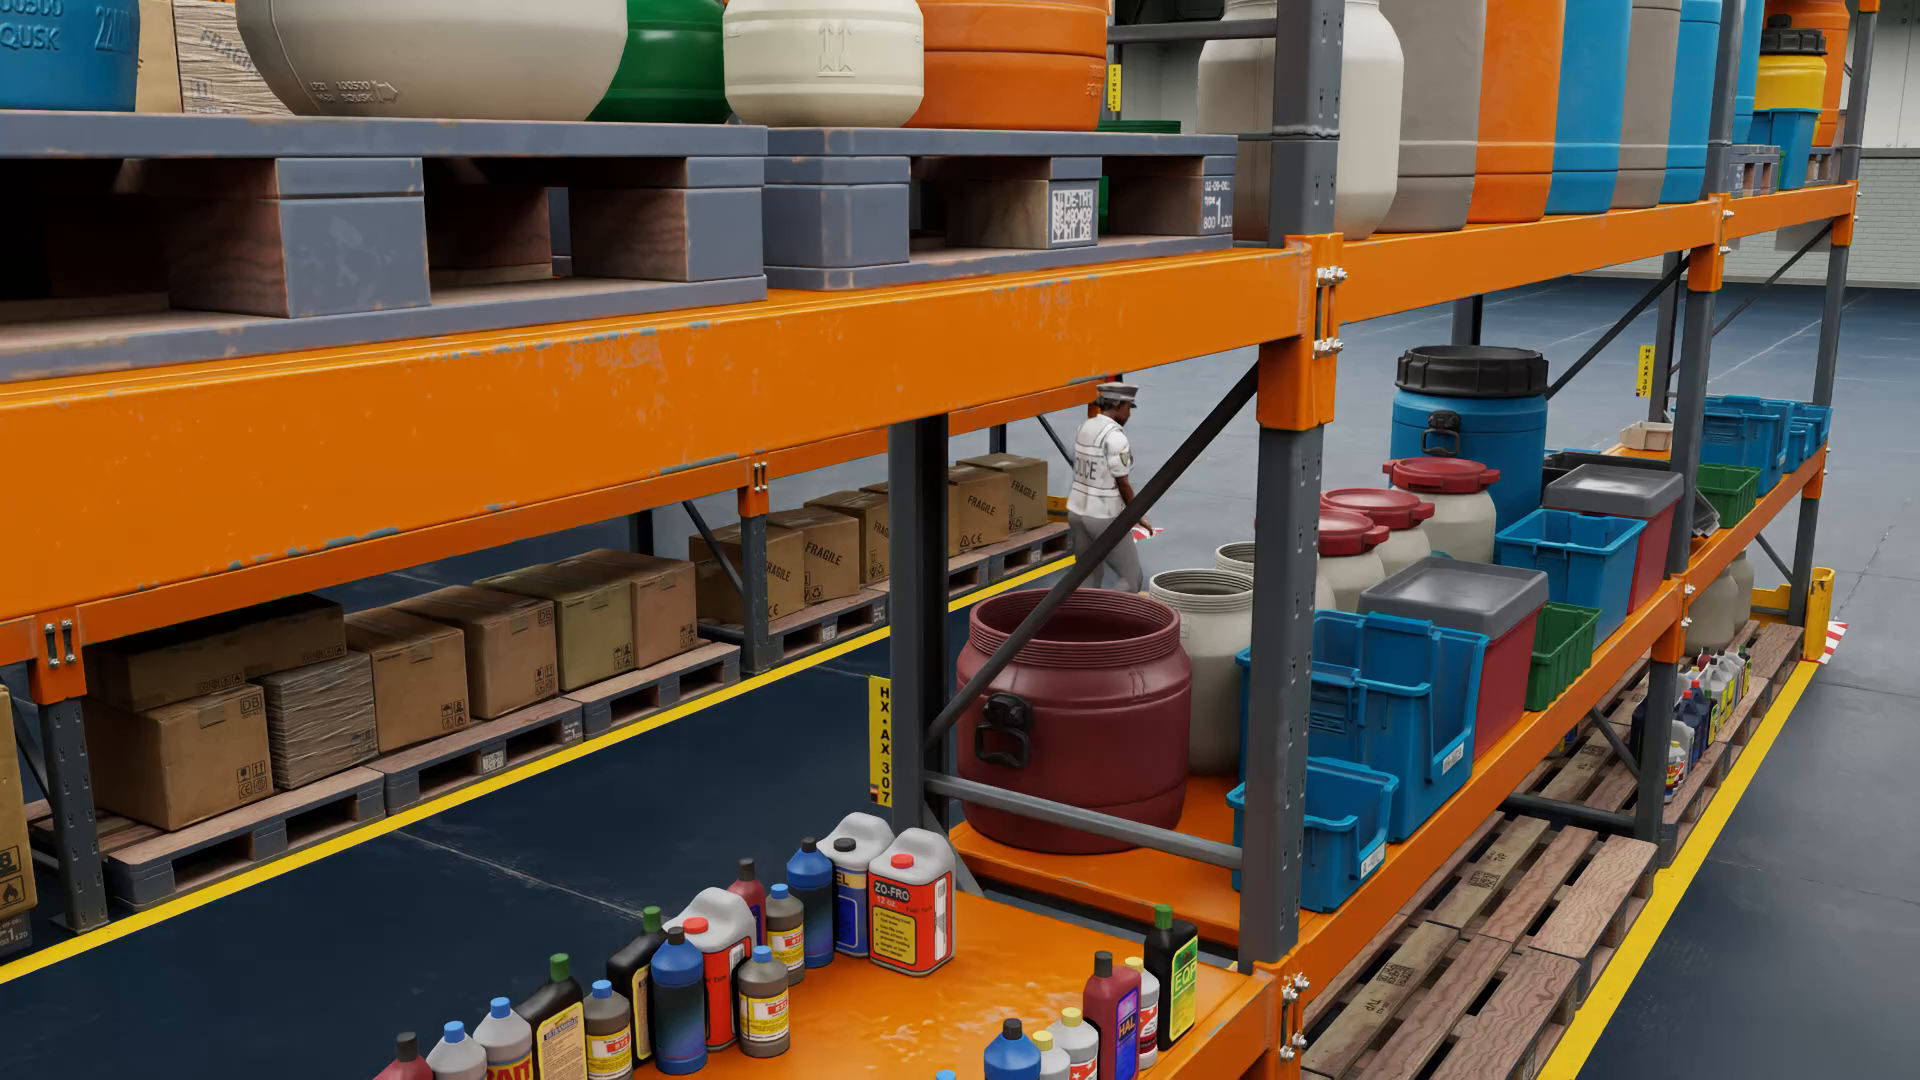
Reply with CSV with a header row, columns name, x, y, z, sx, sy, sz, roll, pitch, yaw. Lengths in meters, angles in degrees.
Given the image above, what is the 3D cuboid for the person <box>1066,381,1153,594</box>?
name,x,y,z,sx,sy,sz,roll,pitch,yaw
person,0.879,-0.085,9.921,0.449,1.714,0.487,-7,15,-26
